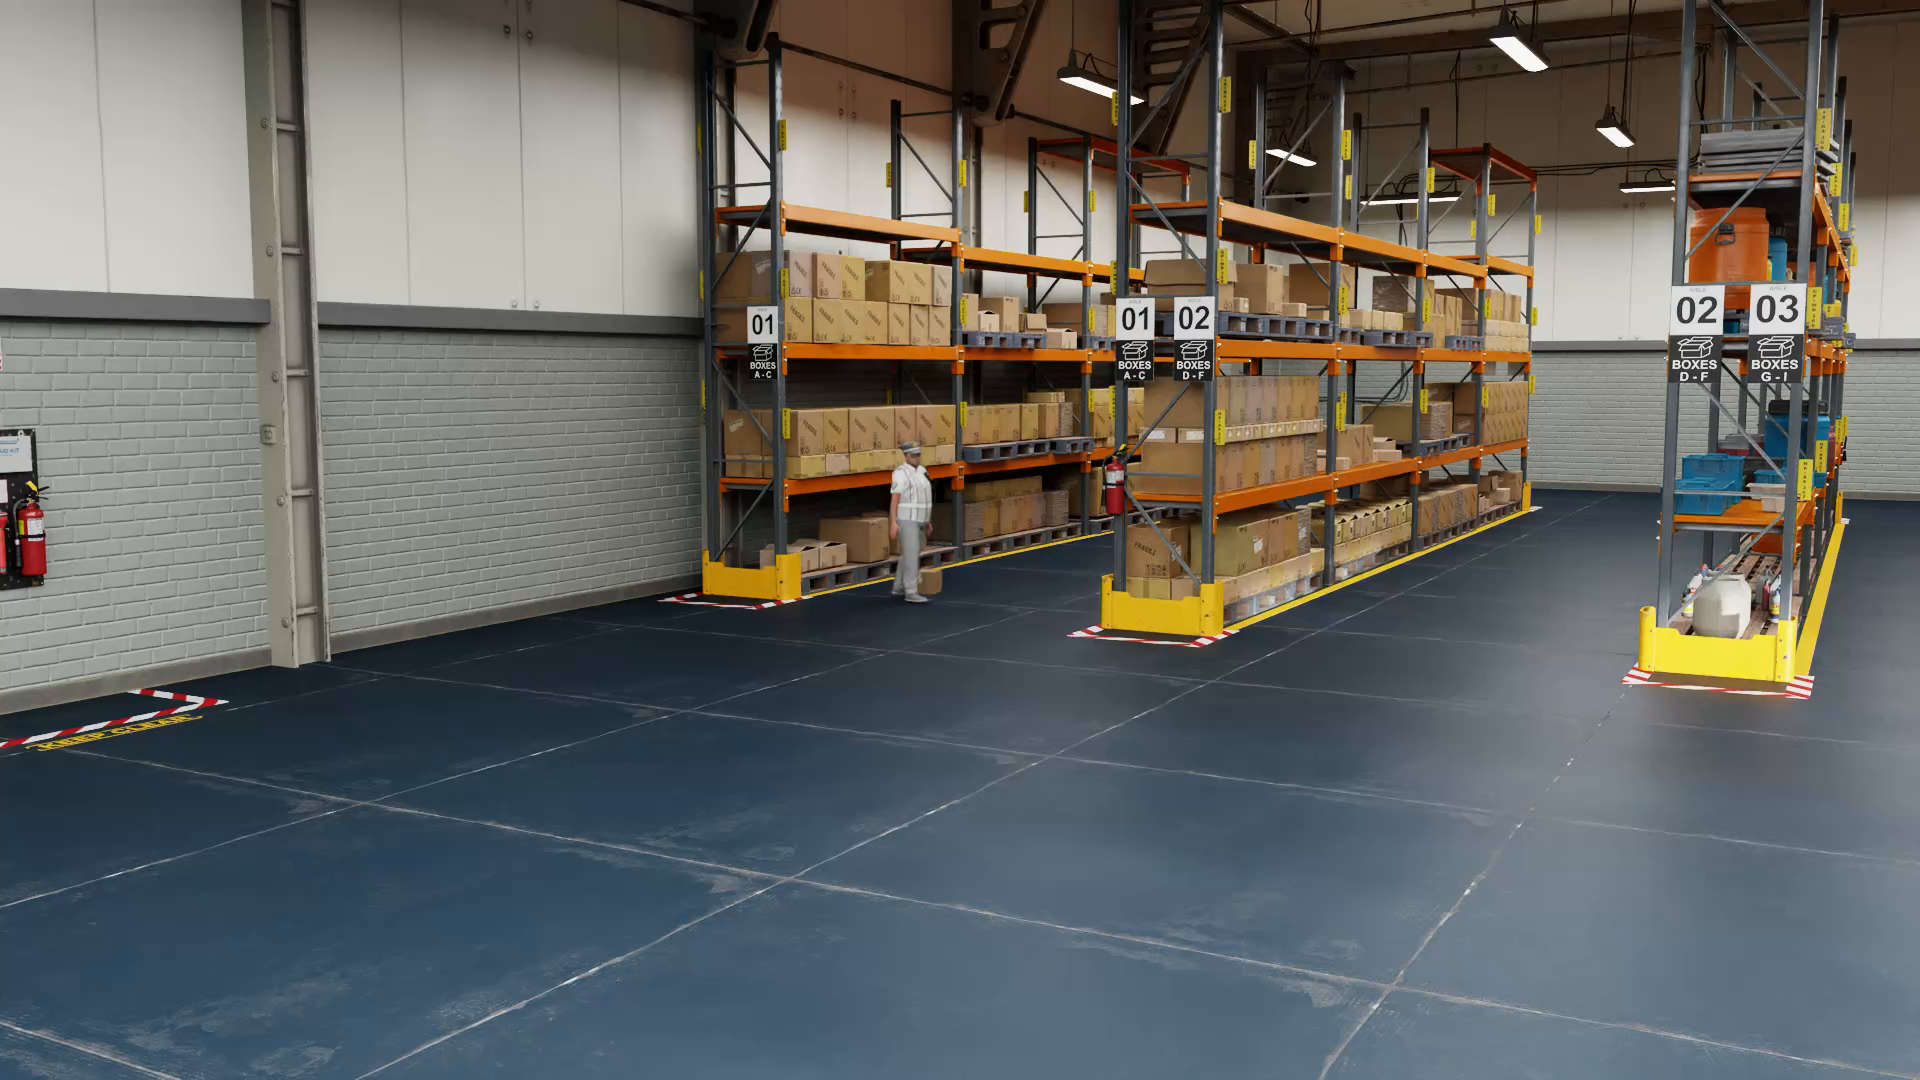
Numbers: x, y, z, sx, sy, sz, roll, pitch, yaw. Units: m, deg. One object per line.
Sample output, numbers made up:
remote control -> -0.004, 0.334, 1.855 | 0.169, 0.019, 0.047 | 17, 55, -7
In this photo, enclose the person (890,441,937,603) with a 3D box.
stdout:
person -> -0.542, -0.210, 18.088 | 0.618, 1.742, 0.703 | 4, 7, 32
